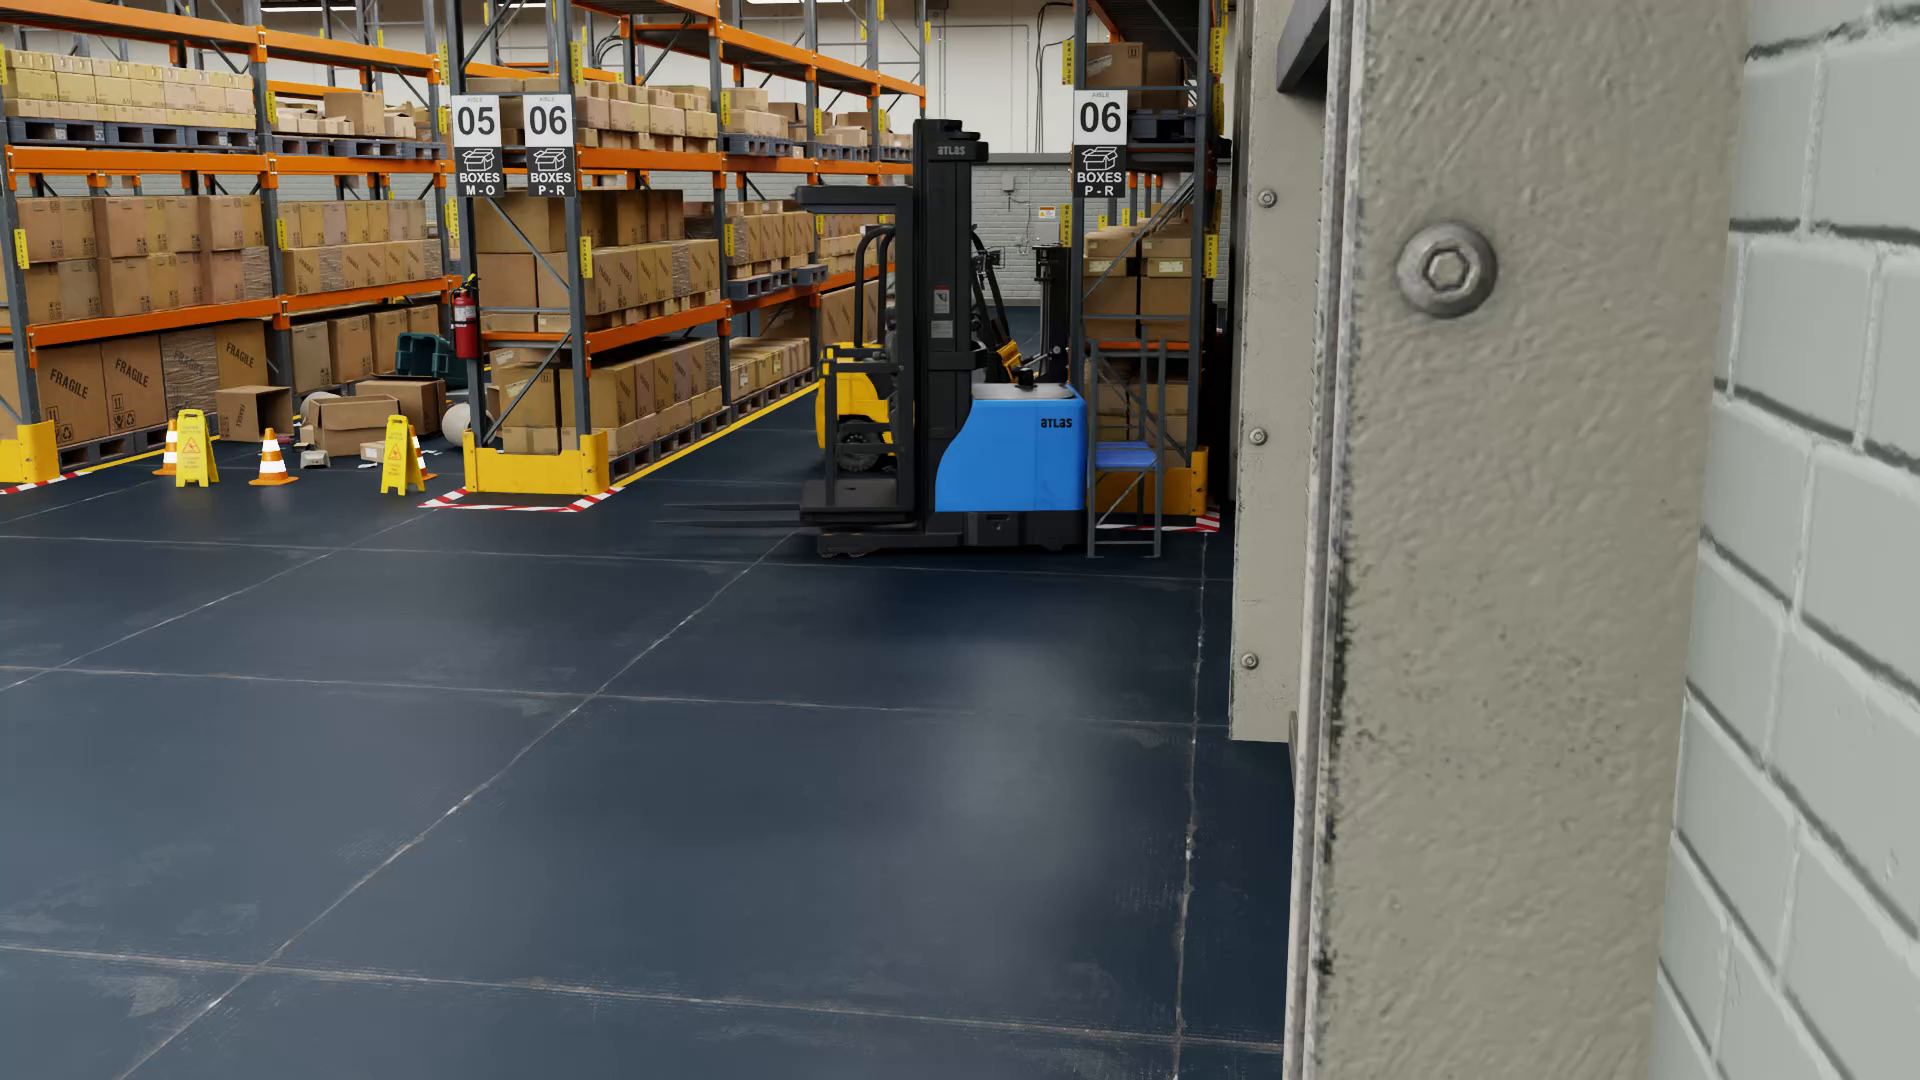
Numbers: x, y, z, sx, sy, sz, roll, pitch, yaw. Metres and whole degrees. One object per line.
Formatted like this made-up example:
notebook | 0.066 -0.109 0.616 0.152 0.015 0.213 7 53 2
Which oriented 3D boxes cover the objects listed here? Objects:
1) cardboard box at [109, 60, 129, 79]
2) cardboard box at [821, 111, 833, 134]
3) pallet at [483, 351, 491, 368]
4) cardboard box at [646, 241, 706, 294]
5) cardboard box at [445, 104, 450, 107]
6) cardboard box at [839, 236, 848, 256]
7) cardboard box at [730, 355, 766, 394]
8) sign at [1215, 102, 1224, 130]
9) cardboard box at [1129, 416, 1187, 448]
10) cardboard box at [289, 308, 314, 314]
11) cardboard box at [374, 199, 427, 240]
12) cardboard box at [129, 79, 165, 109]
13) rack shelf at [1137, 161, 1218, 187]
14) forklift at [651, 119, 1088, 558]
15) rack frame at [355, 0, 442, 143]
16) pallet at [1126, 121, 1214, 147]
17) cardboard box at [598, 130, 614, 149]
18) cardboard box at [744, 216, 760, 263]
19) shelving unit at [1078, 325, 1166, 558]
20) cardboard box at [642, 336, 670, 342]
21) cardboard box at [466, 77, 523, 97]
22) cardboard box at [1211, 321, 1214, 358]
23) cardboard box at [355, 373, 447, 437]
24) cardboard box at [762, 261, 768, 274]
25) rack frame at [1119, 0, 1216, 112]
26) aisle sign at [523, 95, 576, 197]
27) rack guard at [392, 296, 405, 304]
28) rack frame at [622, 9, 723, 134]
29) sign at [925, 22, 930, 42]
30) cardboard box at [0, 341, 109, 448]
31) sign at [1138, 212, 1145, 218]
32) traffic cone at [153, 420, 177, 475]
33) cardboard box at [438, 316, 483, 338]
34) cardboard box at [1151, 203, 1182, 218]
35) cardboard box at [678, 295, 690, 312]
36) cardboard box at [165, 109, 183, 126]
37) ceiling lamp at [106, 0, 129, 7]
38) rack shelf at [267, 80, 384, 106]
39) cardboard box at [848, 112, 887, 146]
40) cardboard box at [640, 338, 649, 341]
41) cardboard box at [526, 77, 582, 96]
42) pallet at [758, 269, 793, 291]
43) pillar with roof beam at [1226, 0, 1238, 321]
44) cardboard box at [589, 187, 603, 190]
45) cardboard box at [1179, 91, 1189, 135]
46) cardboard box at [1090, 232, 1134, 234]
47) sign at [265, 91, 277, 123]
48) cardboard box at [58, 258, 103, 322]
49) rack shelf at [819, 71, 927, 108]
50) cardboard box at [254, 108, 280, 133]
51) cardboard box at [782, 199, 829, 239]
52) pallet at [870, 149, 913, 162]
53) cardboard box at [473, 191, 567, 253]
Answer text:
cardboard box | -7.895 -4.322 15.279 0.380 0.149 0.250 2 12 8
cardboard box | -2.128 -5.916 23.971 0.500 0.500 0.500 2 12 8
pallet | -7.106 -2.476 22.981 1.003 0.211 1.213 2 12 9
cardboard box | -2.831 -2.691 16.415 0.500 0.500 0.500 2 12 11
cardboard box | -6.813 -5.803 22.625 0.396 0.266 0.258 2 12 9
cardboard box | -1.829 -4.017 22.680 0.500 0.250 0.500 2 12 8
cardboard box | -2.750 -1.884 18.857 0.950 0.372 0.625 3 12 12
sign | 3.132 -5.115 20.073 0.100 0.325 0.005 2 12 9
cardboard box | 1.632 -0.908 13.432 0.500 0.250 0.500 2 12 10
cardboard box | -11.317 -3.992 27.445 0.875 0.875 0.875 2 12 9
cardboard box | -7.306 -4.121 21.385 0.700 0.500 0.500 2 12 8
cardboard box | -7.898 -4.211 15.709 0.500 0.250 0.500 2 12 8
rack shelf | 2.892 -4.908 22.235 1.077 0.370 4.000 2 12 9
forklift | -0.646 -1.426 11.655 3.031 2.935 1.130 -1 12 -3
rack frame | -7.227 -6.609 21.301 1.000 3.000 0.127 2 12 9
pallet | 1.864 -3.789 15.545 1.003 0.211 1.213 2 12 9
cardboard box | -3.153 -3.385 14.058 0.380 0.149 0.250 2 12 10
cardboard box | -2.504 -3.297 18.230 0.500 0.500 0.500 2 12 9
shelving unit | 1.124 -0.722 11.784 0.538 1.500 1.048 0 12 -1
cardboard box | -3.293 -1.818 17.059 0.500 0.500 0.500 2 12 11
cardboard box | -3.791 -3.685 13.556 0.380 0.149 0.250 2 12 9
cardboard box | 3.103 -2.650 22.109 0.500 0.500 0.500 3 12 12
cardboard box | -5.647 -1.360 16.789 0.797 0.637 0.503 2 12 9
cardboard box | -2.403 -3.108 18.897 0.380 0.149 0.250 2 12 9
rack frame | 1.969 -5.477 16.048 1.000 3.000 0.127 2 12 9
aisle sign | -3.254 -3.120 13.178 0.394 0.787 0.004 2 12 9
rack guard | -10.879 -4.307 30.790 1.175 0.500 0.348 2 12 9
rack frame | -2.936 -5.637 16.790 1.000 3.000 0.127 2 12 9
sign | -0.556 -8.610 28.179 0.100 0.325 0.005 2 12 9
cardboard box | -8.419 -1.321 15.050 0.875 0.875 0.875 2 12 9
sign | 2.662 -4.649 24.390 0.100 0.325 0.005 2 12 9
traffic cone | -6.973 -0.836 14.772 0.336 0.463 0.334 2 12 9
cardboard box | -6.867 -2.799 22.797 0.500 0.500 0.500 1 12 6
cardboard box | 3.249 -5.083 26.329 0.500 0.500 0.500 2 12 10
cardboard box | -2.837 -2.293 16.110 0.380 0.149 0.250 2 12 8
cardboard box | -7.777 -4.090 16.094 0.380 0.149 0.250 2 12 8
ceiling lamp | -17.786 -12.108 32.962 2.000 3.185 0.800 2 12 9
rack shelf | -11.190 -7.493 28.057 1.077 0.370 4.000 2 12 9
cardboard box | -1.407 -6.255 25.305 0.500 0.500 0.500 2 12 10
cardboard box | -3.372 -2.111 16.879 0.380 0.149 0.250 2 12 9
cardboard box | -3.295 -3.672 13.498 0.380 0.149 0.250 2 12 8
pallet | -2.585 -3.030 19.388 1.003 0.211 1.213 2 12 9
pillar with roof beam | 0.866 -8.647 30.755 9.100 9.000 0.400 2 12 9
cardboard box | -6.129 -5.490 27.033 0.500 0.500 0.500 2 12 10
cardboard box | 2.254 -4.895 18.996 0.700 0.500 0.500 2 12 8
cardboard box | 1.298 -2.573 14.331 0.380 0.149 0.250 2 12 10
sign | -7.294 -4.584 17.608 0.100 0.325 0.005 2 12 9
cardboard box | -8.382 -2.278 15.089 0.875 0.550 0.550 2 12 9
rack shelf | -1.398 -7.172 26.567 1.077 0.370 4.000 2 12 9
cardboard box | -7.892 -4.643 18.420 0.500 0.250 0.500 2 12 9
cardboard box | -2.003 -4.169 21.610 0.500 0.500 0.500 1 12 7
pallet | -1.194 -6.471 27.989 1.003 0.211 1.213 2 12 9
cardboard box | -3.688 -2.668 13.938 0.700 0.500 0.500 2 12 7
